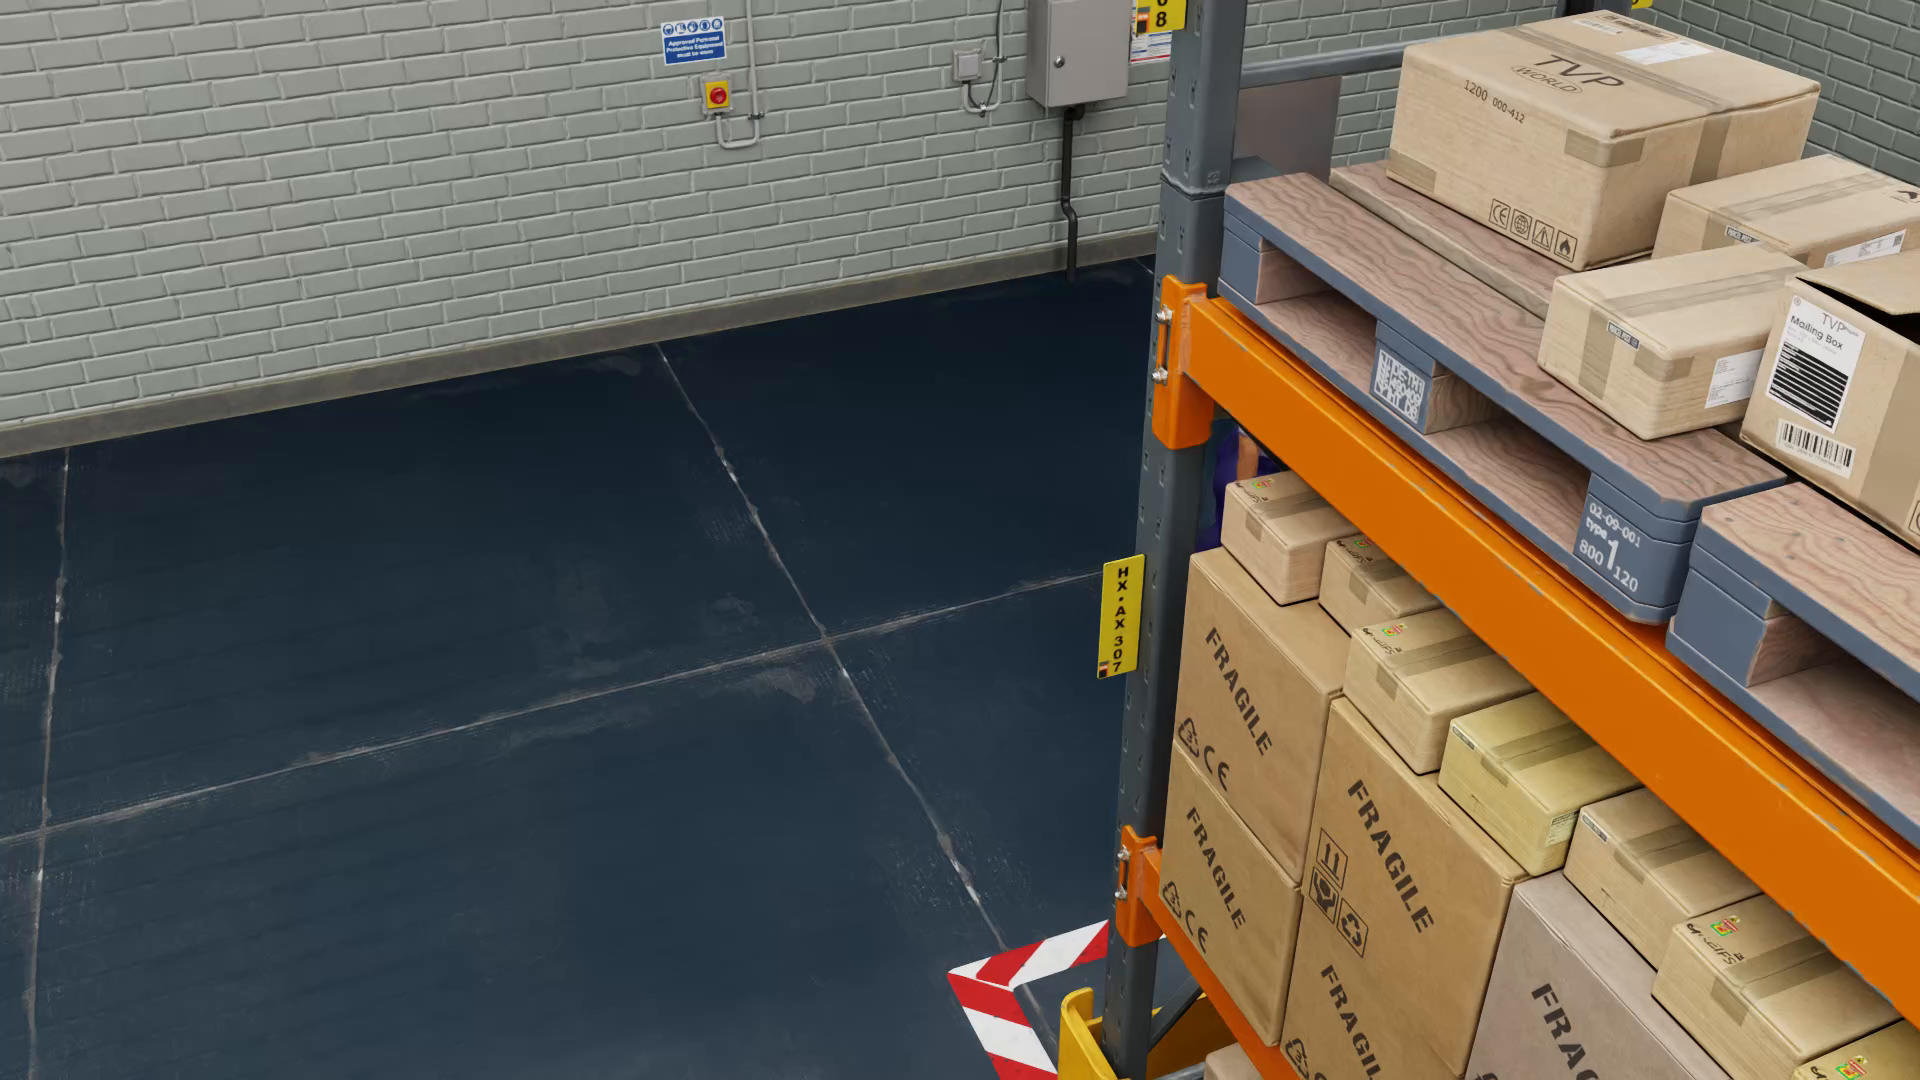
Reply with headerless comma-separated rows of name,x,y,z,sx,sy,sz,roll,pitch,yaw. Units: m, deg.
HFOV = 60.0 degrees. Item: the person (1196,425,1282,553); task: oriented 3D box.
person,1.109,-0.269,6.564,0.559,1.634,0.530,7,34,11
